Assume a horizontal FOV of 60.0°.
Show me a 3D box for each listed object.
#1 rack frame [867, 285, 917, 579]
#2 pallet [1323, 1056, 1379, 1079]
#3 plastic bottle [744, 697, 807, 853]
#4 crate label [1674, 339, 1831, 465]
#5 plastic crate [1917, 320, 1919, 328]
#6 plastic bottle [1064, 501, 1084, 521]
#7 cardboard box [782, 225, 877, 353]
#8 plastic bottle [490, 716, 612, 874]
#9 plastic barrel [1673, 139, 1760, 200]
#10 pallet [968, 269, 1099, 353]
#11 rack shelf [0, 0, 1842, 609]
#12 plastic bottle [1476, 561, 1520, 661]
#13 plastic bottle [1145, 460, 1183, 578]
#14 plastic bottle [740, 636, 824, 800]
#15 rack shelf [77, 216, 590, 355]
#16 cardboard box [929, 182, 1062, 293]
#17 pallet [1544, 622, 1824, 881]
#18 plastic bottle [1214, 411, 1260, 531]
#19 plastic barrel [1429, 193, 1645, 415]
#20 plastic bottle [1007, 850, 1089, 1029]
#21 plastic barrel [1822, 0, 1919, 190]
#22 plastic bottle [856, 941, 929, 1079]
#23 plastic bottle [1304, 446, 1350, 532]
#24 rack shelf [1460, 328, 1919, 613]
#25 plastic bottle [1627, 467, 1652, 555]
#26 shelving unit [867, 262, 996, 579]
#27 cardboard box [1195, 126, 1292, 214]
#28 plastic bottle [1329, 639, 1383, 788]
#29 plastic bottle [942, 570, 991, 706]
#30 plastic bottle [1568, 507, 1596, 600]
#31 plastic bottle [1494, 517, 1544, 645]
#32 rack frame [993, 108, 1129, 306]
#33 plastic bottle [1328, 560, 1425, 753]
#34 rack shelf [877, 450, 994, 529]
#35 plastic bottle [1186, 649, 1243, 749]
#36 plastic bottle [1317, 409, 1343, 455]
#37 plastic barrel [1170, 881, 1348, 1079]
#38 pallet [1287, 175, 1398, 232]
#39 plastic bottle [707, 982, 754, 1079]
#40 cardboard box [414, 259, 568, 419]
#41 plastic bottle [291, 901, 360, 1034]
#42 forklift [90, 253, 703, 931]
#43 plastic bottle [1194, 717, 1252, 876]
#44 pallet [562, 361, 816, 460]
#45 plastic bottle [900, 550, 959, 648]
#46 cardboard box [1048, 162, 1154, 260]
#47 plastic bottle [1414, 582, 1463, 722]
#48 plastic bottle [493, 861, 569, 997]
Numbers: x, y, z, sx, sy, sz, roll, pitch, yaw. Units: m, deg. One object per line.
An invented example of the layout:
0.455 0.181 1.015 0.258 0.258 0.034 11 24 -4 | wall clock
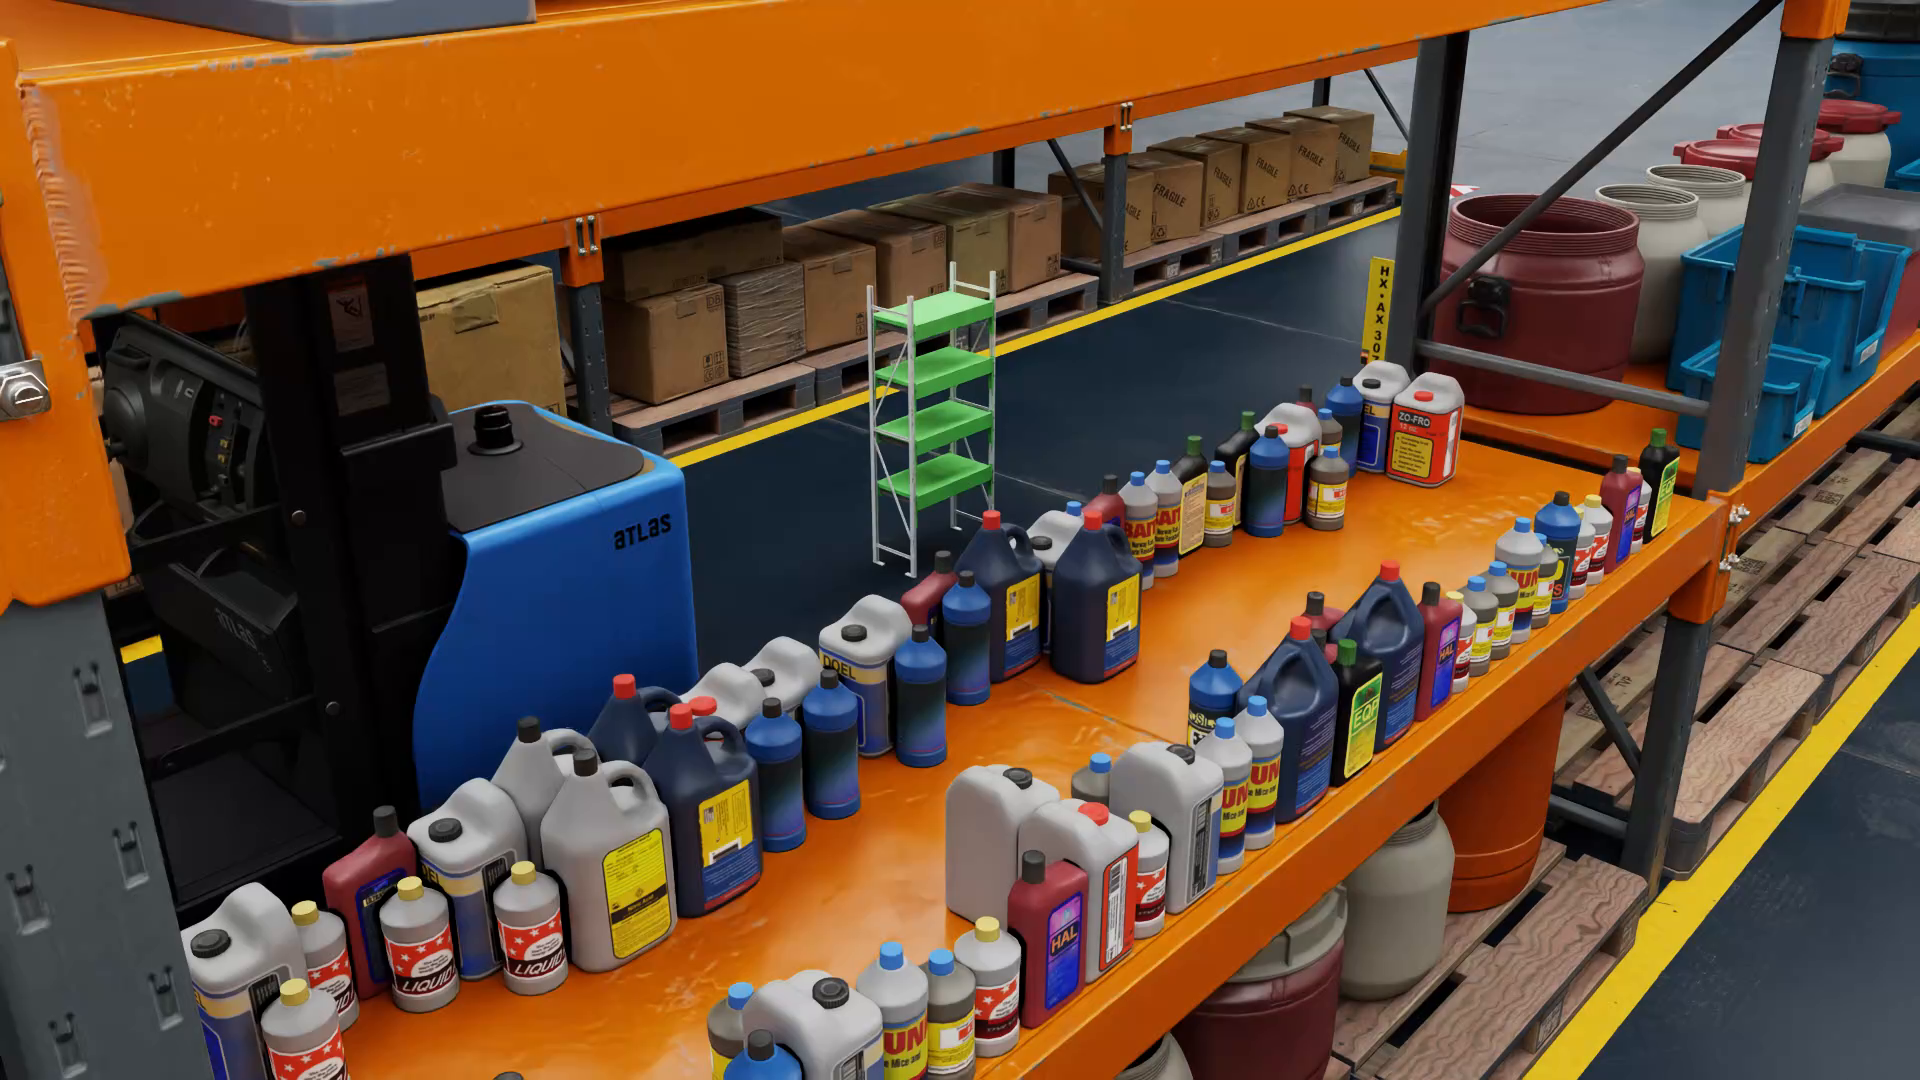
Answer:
-0.273 -0.423 6.726 0.240 1.200 0.015 20 31 38 | rack frame
0.335 1.458 3.741 1.003 0.211 1.213 20 31 38 | pallet
-0.318 0.396 2.857 0.097 0.271 0.097 0 24 0 | plastic bottle
2.204 -0.386 4.649 0.303 0.233 0.416 20 31 38 | crate label
3.362 -0.951 5.963 0.450 0.188 0.662 20 31 38 | plastic crate
0.246 0.046 3.639 0.097 0.271 0.097 0 24 0 | plastic bottle
-0.878 -1.406 9.236 0.500 0.500 0.700 -21 32 -39 | cardboard box
-0.656 0.436 2.672 0.144 0.351 0.185 20 31 38 | plastic bottle
2.733 -1.130 5.938 0.433 0.535 0.433 0 24 0 | plastic barrel
0.107 -1.497 10.332 1.003 0.211 1.213 20 31 38 | pallet
0.309 -0.867 2.731 1.077 0.370 4.000 20 31 38 | rack shelf
1.122 0.143 3.508 0.097 0.201 0.097 0 24 0 | plastic bottle
0.465 -0.054 3.862 0.097 0.271 0.097 0 24 0 | plastic bottle
-0.333 0.325 3.011 0.152 0.276 0.135 20 31 38 | plastic bottle
-3.379 -0.851 6.361 1.077 0.370 4.000 20 31 38 | rack shelf
0.199 -1.886 10.308 0.700 0.500 0.500 17 29 34 | cardboard box
2.190 0.611 5.630 1.003 0.211 1.213 20 31 38 | pallet
0.682 -0.170 4.106 0.061 0.283 0.133 20 31 38 | plastic bottle
1.728 -0.722 5.029 0.600 0.536 0.708 20 31 38 | plastic barrel
0.130 0.570 2.455 0.061 0.283 0.133 20 31 38 | plastic bottle
3.830 -1.849 7.094 0.600 0.901 0.708 20 31 38 | plastic barrel
-0.091 0.665 2.258 0.097 0.271 0.097 0 24 0 | plastic bottle
0.911 -0.133 4.122 0.097 0.201 0.097 0 24 0 | plastic bottle
2.979 -0.717 6.063 1.077 0.370 4.000 20 31 38 | rack shelf
1.601 -0.076 3.995 0.097 0.201 0.097 0 24 0 | plastic bottle
-0.110 -0.497 6.892 0.258 1.200 0.503 20 31 38 | shelving unit
2.060 -2.714 12.179 0.500 0.500 0.500 -21 31 -38 | cardboard box
0.717 0.302 3.053 0.061 0.283 0.133 20 31 38 | plastic bottle
0.013 0.189 3.319 0.097 0.271 0.097 0 24 0 | plastic bottle
1.382 0.024 3.772 0.097 0.201 0.097 0 24 0 | plastic bottle
1.187 0.081 3.560 0.097 0.271 0.097 0 24 0 | plastic bottle
0.625 -3.007 10.291 1.000 3.000 0.127 20 31 38 | rack frame
0.792 0.211 3.173 0.144 0.351 0.185 20 31 38 | plastic bottle
-0.110 -0.220 7.016 0.258 0.148 0.480 20 31 38 | rack shelf
0.460 0.325 3.016 0.097 0.271 0.097 0 24 0 | plastic bottle
0.952 -0.245 4.372 0.097 0.201 0.097 0 24 0 | plastic bottle
0.576 0.970 3.854 0.600 0.588 0.708 20 31 38 | plastic barrel
2.676 -2.693 12.997 1.003 0.211 1.213 20 31 38 | pallet
-0.294 0.696 2.274 0.097 0.201 0.097 0 24 0 | plastic bottle
-2.521 -0.806 7.465 1.225 0.875 0.875 18 30 35 | cardboard box
-0.946 0.622 2.439 0.097 0.201 0.097 0 24 0 | plastic bottle
-2.219 -0.288 4.310 1.130 2.935 3.031 21 32 39 | forklift
0.438 0.424 2.796 0.097 0.271 0.097 0 24 0 | plastic bottle
-1.522 -0.754 8.674 1.003 0.211 1.213 20 31 38 | pallet
-0.058 0.168 3.352 0.061 0.283 0.133 20 31 38 | plastic bottle
0.922 -2.169 10.964 0.500 0.500 0.500 19 30 36 | cardboard box
0.929 0.205 3.269 0.061 0.283 0.133 20 31 38 | plastic bottle
-0.654 0.582 2.529 0.097 0.201 0.097 0 24 0 | plastic bottle
